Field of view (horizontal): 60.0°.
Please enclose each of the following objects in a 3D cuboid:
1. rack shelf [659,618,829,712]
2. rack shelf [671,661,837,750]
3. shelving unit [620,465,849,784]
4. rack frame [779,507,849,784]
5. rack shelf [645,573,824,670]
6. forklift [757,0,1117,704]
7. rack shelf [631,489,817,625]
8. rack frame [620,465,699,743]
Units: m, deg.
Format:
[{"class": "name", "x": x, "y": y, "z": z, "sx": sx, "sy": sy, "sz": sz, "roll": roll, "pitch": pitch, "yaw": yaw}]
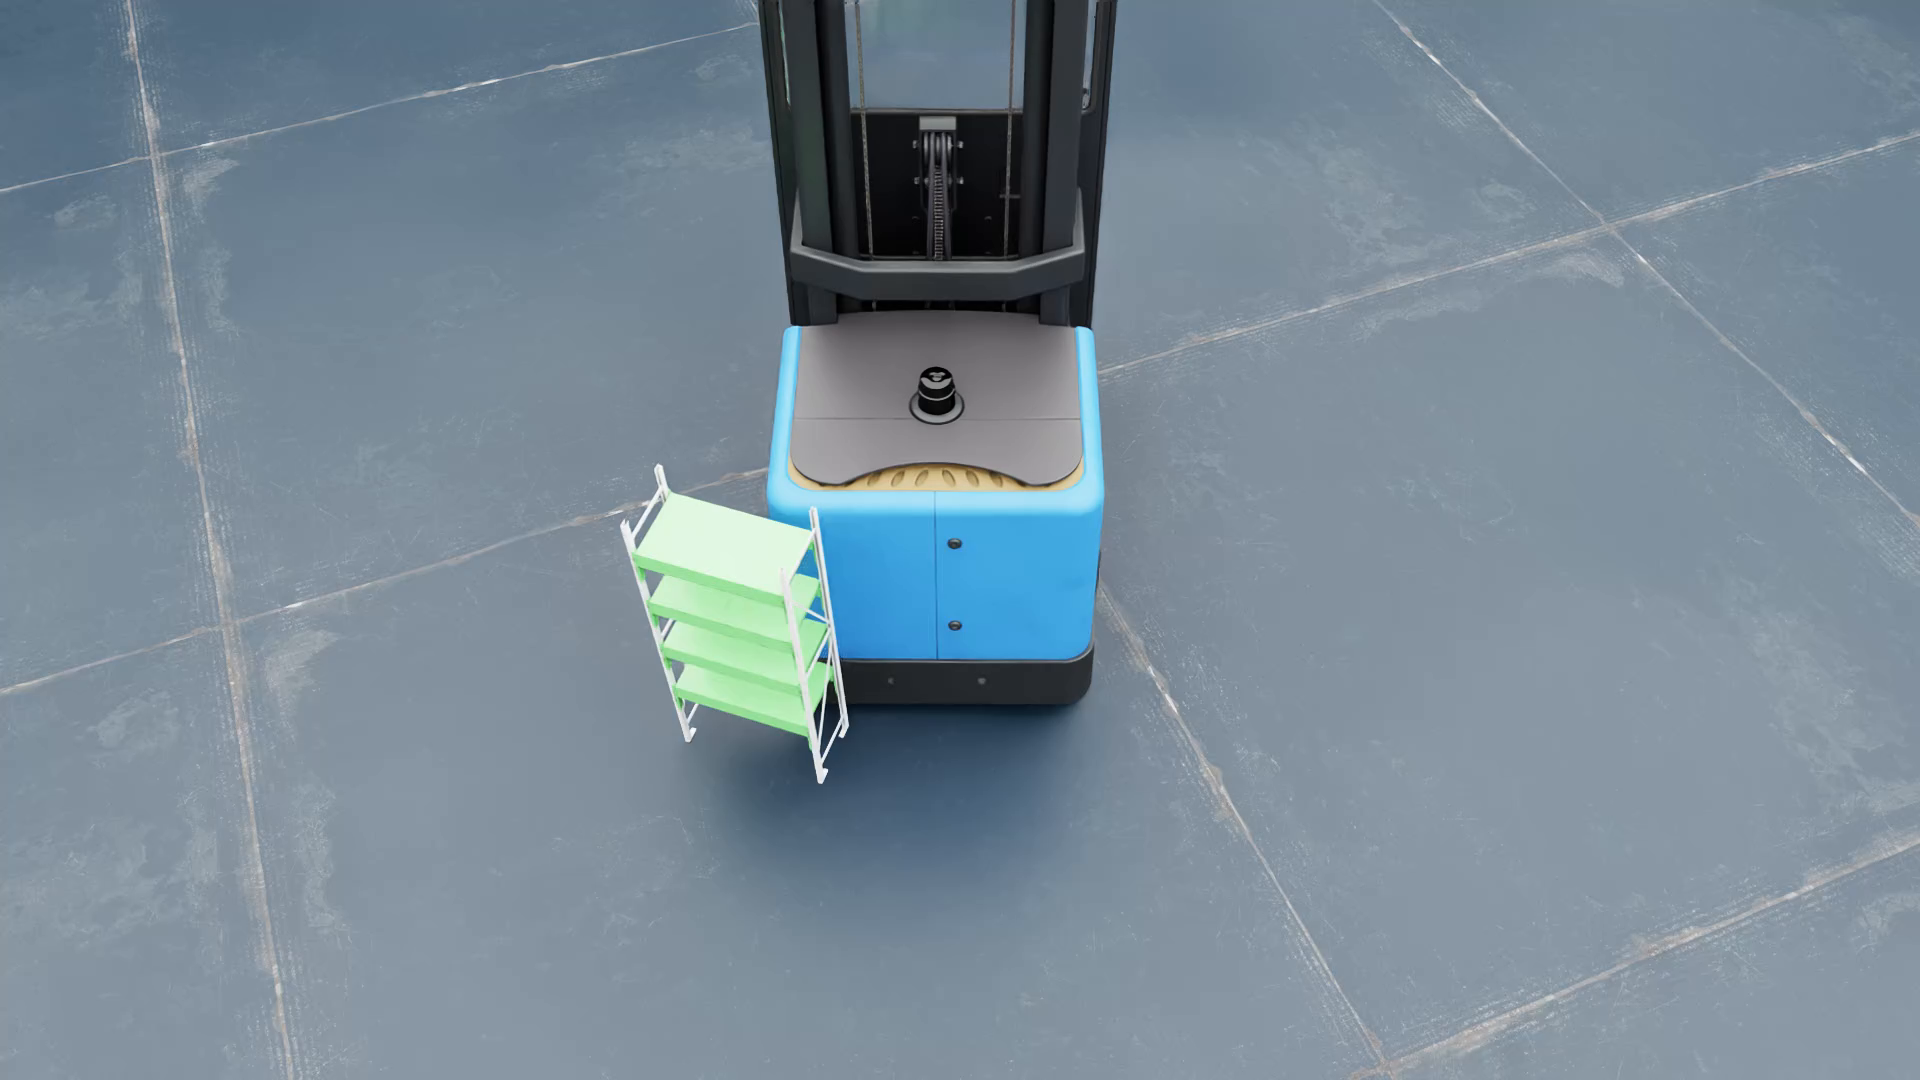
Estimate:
[{"class": "rack shelf", "x": -0.669, "y": 0.336, "z": 5.244, "sx": 0.480, "sy": 0.148, "sz": 0.258, "roll": 15, "pitch": 55, "yaw": 13}, {"class": "rack shelf", "x": -0.663, "y": 0.481, "z": 5.435, "sx": 0.480, "sy": 0.148, "sz": 0.258, "roll": 15, "pitch": 55, "yaw": 13}, {"class": "shelving unit", "x": -0.670, "y": 0.297, "z": 5.193, "sx": 0.503, "sy": 1.200, "sz": 0.258, "roll": 15, "pitch": 55, "yaw": 13}, {"class": "rack frame", "x": -0.441, "y": 0.360, "z": 5.139, "sx": 0.015, "sy": 1.200, "sz": 0.240, "roll": 15, "pitch": 55, "yaw": 13}, {"class": "rack shelf", "x": -0.674, "y": 0.191, "z": 5.053, "sx": 0.480, "sy": 0.148, "sz": 0.258, "roll": 15, "pitch": 55, "yaw": 13}, {"class": "forklift", "x": -0.067, "y": -1.497, "z": 5.604, "sx": 1.130, "sy": 2.935, "sz": 3.031, "roll": 0, "pitch": 49, "yaw": 0}, {"class": "rack shelf", "x": -0.680, "y": 0.046, "z": 4.861, "sx": 0.480, "sy": 0.148, "sz": 0.258, "roll": 15, "pitch": 55, "yaw": 13}, {"class": "rack frame", "x": -0.900, "y": 0.235, "z": 5.247, "sx": 0.015, "sy": 1.200, "sz": 0.240, "roll": 15, "pitch": 55, "yaw": 13}]
